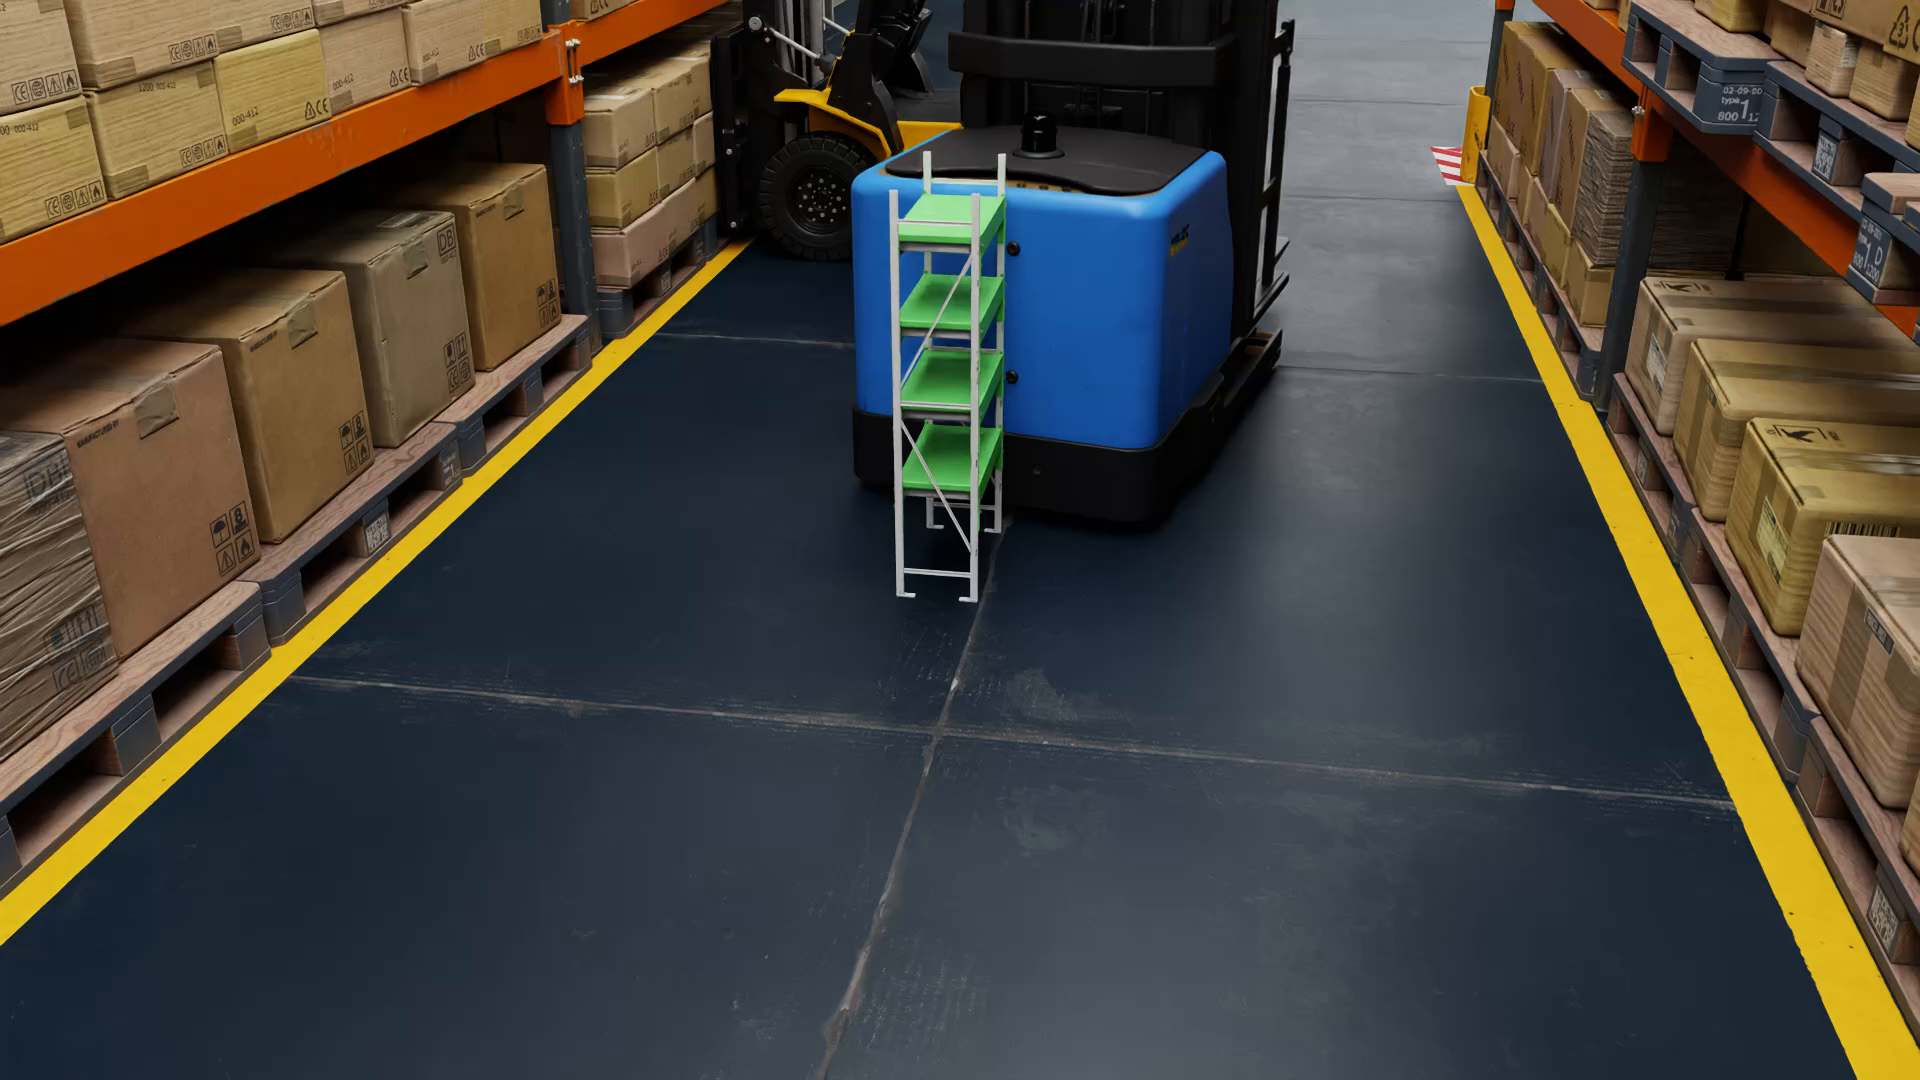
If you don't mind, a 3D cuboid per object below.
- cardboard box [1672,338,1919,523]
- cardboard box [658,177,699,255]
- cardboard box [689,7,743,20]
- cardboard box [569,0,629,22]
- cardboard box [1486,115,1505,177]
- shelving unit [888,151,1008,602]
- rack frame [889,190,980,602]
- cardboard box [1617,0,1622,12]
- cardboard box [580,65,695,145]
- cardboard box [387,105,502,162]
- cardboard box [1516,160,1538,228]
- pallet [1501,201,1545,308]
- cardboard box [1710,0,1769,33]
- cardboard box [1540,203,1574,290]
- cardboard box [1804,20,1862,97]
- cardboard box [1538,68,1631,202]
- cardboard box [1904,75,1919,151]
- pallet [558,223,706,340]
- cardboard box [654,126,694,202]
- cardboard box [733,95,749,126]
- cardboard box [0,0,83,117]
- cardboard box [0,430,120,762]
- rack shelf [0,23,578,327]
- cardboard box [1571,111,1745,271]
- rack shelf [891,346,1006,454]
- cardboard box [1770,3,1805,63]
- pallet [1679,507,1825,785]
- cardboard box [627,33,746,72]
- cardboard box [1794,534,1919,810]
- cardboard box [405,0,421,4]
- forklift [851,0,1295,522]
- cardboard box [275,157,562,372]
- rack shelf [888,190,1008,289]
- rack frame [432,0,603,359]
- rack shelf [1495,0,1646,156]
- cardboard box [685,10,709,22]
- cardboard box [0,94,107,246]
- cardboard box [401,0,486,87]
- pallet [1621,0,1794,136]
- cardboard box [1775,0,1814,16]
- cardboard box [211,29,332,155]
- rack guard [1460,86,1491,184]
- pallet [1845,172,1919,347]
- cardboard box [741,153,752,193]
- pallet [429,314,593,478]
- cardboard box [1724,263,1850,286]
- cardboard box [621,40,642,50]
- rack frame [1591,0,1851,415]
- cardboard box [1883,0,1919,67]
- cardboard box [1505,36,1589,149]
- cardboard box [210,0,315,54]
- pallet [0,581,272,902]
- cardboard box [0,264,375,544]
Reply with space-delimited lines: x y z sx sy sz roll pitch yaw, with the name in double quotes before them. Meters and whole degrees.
"cardboard box" 2.704 -0.301 4.960 0.950 0.372 0.625 6 26 12
"cardboard box" -1.523 -1.502 7.668 0.500 0.250 0.500 3 25 7
"cardboard box" -1.188 -2.807 9.277 0.500 0.250 0.500 4 25 9
"cardboard box" -1.666 -2.377 6.672 0.500 0.500 0.500 3 25 7
"cardboard box" 3.150 -2.121 8.992 0.500 0.250 0.500 4 25 8
"shelving unit" -0.027 -0.474 4.848 0.258 1.200 0.503 4 25 9
"rack frame" -0.067 -0.372 4.630 0.240 1.200 0.015 4 25 9
"cardboard box" 2.861 -2.175 6.655 0.380 0.149 0.250 4 25 8
"cardboard box" -1.514 -1.956 7.458 0.500 0.250 0.500 4 25 9
"cardboard box" -2.107 -1.781 7.086 0.500 0.250 0.500 5 25 10
"cardboard box" 2.983 -1.679 8.048 0.500 0.250 0.500 6 26 12
"pallet" 3.173 -1.354 7.894 1.003 0.211 1.213 4 25 9
"cardboard box" 2.450 -1.585 4.899 0.380 0.149 0.250 5 25 10
"cardboard box" 2.810 -1.256 7.143 0.500 0.250 0.500 3 25 7
"cardboard box" 2.259 -1.146 3.961 0.380 0.149 0.250 5 26 11
"cardboard box" 2.897 -1.799 7.418 0.500 0.500 0.500 5 26 11
"cardboard box" 2.119 -0.825 3.276 0.380 0.149 0.250 4 25 9
"pallet" -1.825 -1.231 7.631 1.003 0.211 1.213 4 25 9
"cardboard box" -1.532 -1.727 7.560 0.500 0.250 0.500 4 25 8
"cardboard box" -1.355 -2.148 8.459 0.500 0.250 0.500 4 25 8
"cardboard box" -2.253 -1.028 3.495 0.500 0.250 0.500 5 26 10
"cardboard box" -2.535 0.134 3.731 0.875 0.625 0.625 5 26 10
"rack shelf" -2.323 -1.002 4.701 1.077 0.370 4.000 4 25 9
"cardboard box" 2.733 -1.372 6.507 0.500 0.500 0.500 4 25 8
"rack shelf" -0.027 -0.416 4.875 0.258 0.148 0.480 4 25 9
"cardboard box" 2.396 -1.357 4.411 0.380 0.149 0.250 4 25 9
"pallet" 2.578 0.279 4.406 1.003 0.211 1.213 4 25 9
"cardboard box" -1.351 -2.384 8.373 0.500 0.250 0.500 4 25 7
"cardboard box" 2.462 0.306 3.662 0.950 0.372 0.625 4 25 8
"cardboard box" -1.901 -1.884 5.324 0.500 0.250 0.500 3 25 7
"forklift" 0.656 -1.983 6.030 1.130 2.935 3.031 9 27 19
"cardboard box" -2.070 -1.060 6.282 0.875 0.625 0.625 5 26 11
"rack shelf" -0.027 -0.851 4.671 0.258 0.148 0.480 4 25 9
"rack frame" -1.996 -2.164 6.335 1.000 3.000 0.127 4 25 9
"rack shelf" 3.228 -2.333 7.544 1.077 0.370 4.000 4 25 9
"cardboard box" -1.686 -2.838 9.343 0.500 0.250 0.500 4 25 9
"cardboard box" -2.249 -0.802 3.602 0.500 0.250 0.500 3 25 7
"cardboard box" -1.897 -1.657 5.428 0.500 0.250 0.500 4 25 8
"pallet" 2.633 -1.425 4.983 1.003 0.211 1.213 4 25 9
"cardboard box" 2.366 -1.601 4.167 0.500 0.500 0.500 4 25 8
"cardboard box" -2.086 -1.235 4.527 0.500 0.250 0.500 5 26 10
"rack guard" 3.543 -2.331 9.640 1.175 0.500 0.348 4 25 9
"pallet" 2.259 -0.367 2.723 1.213 0.211 1.003 4 25 9
"cardboard box" -1.352 -1.929 8.581 0.500 0.250 0.500 5 26 10
"pallet" -2.078 -0.590 6.262 1.003 0.211 1.213 4 25 9
"cardboard box" 3.264 -0.995 6.585 0.500 0.250 0.500 3 25 6
"cardboard box" -1.869 -2.416 8.441 0.500 0.250 0.500 4 25 8
"rack frame" 2.901 -1.822 5.604 1.000 3.000 0.127 4 25 9
"cardboard box" 2.203 -1.157 3.219 0.500 0.500 0.500 2 25 5
"cardboard box" 3.066 -2.232 8.344 0.500 0.500 0.500 3 25 7
"cardboard box" -2.092 -1.461 4.420 0.500 0.250 0.500 4 25 9
"pallet" -2.477 0.430 4.082 1.003 0.211 1.213 4 25 9
"cardboard box" -2.326 -0.421 4.918 0.875 0.625 0.625 3 25 6
